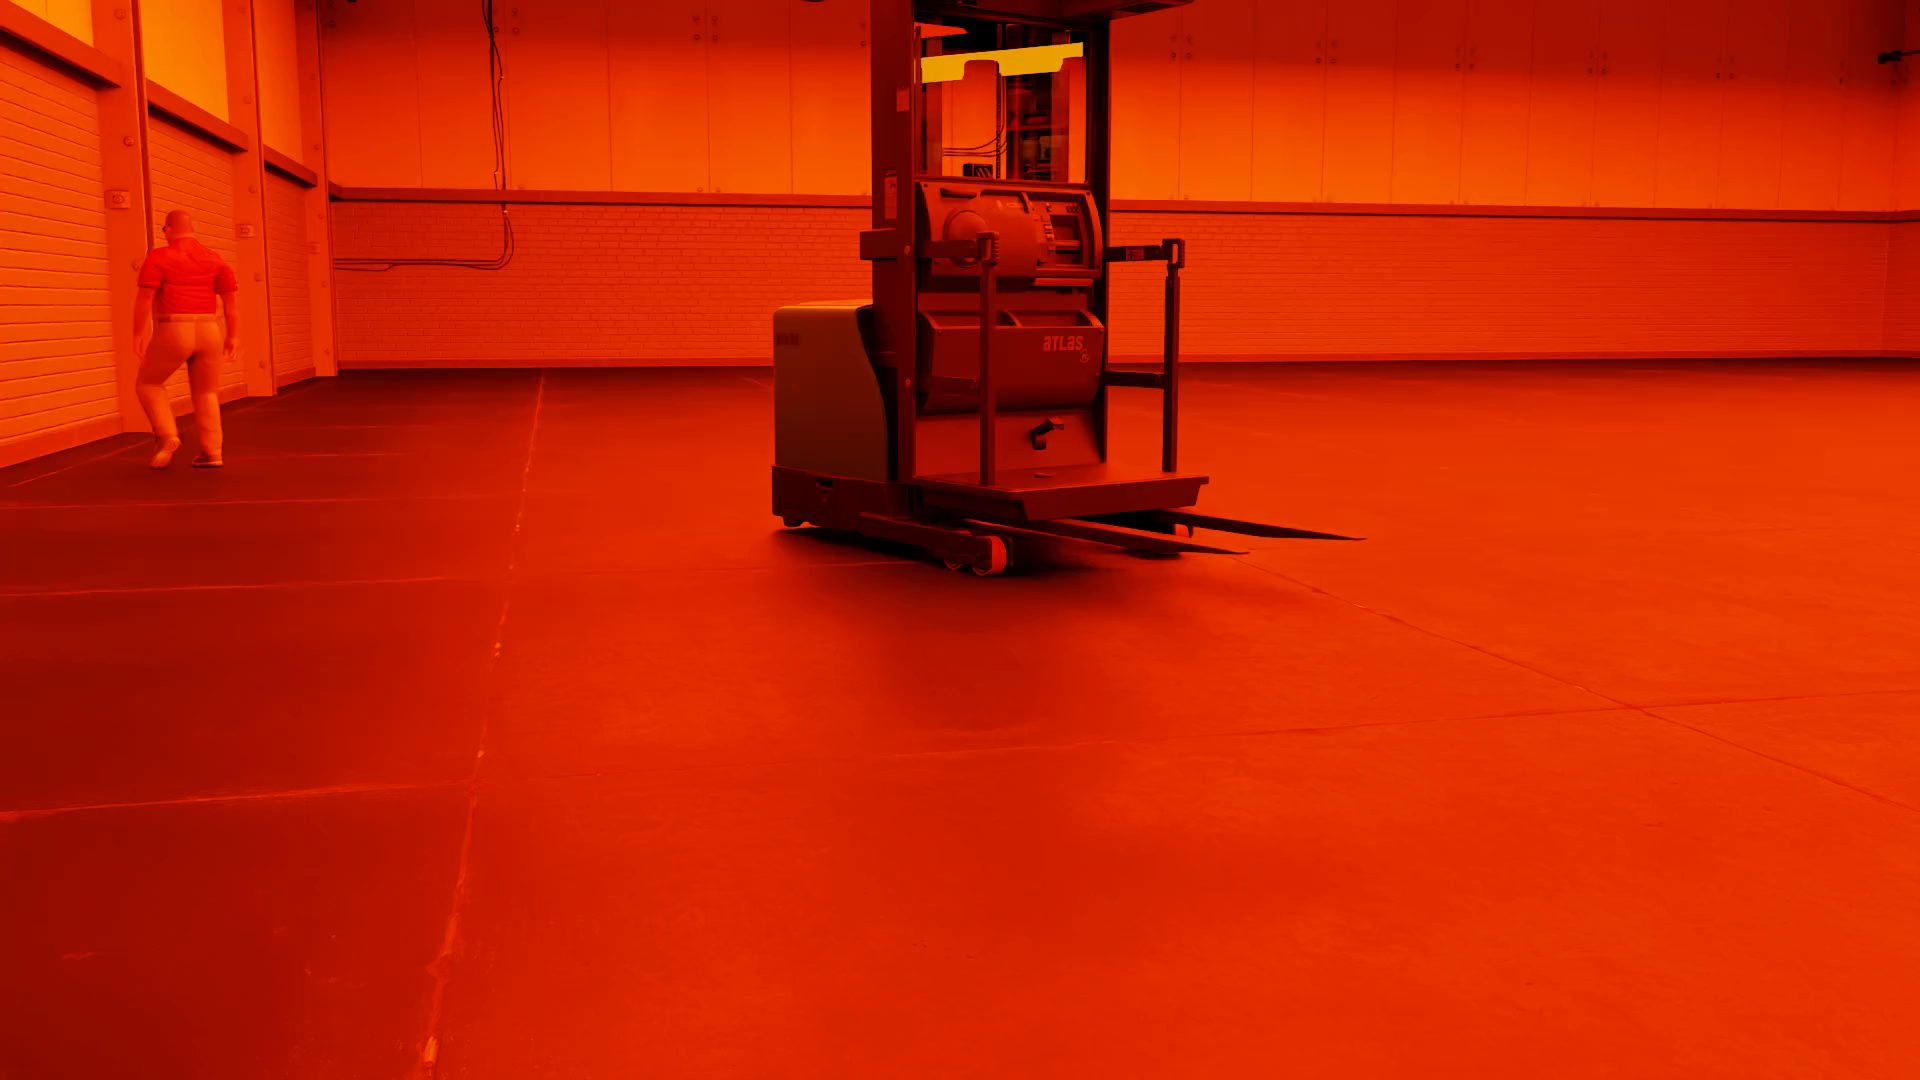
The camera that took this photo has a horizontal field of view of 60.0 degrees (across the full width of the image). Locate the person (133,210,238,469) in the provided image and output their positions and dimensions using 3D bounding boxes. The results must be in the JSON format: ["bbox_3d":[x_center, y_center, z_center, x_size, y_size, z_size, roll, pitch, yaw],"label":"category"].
[{"bbox_3d":[-5.227,-1.335,11.171,0.468,1.733,0.661,8,11,43],"label":"person"}]

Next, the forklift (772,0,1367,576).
[{"bbox_3d":[0.355,-1.383,7.015,1.130,2.935,3.031,-6,10,-35],"label":"forklift"}]
